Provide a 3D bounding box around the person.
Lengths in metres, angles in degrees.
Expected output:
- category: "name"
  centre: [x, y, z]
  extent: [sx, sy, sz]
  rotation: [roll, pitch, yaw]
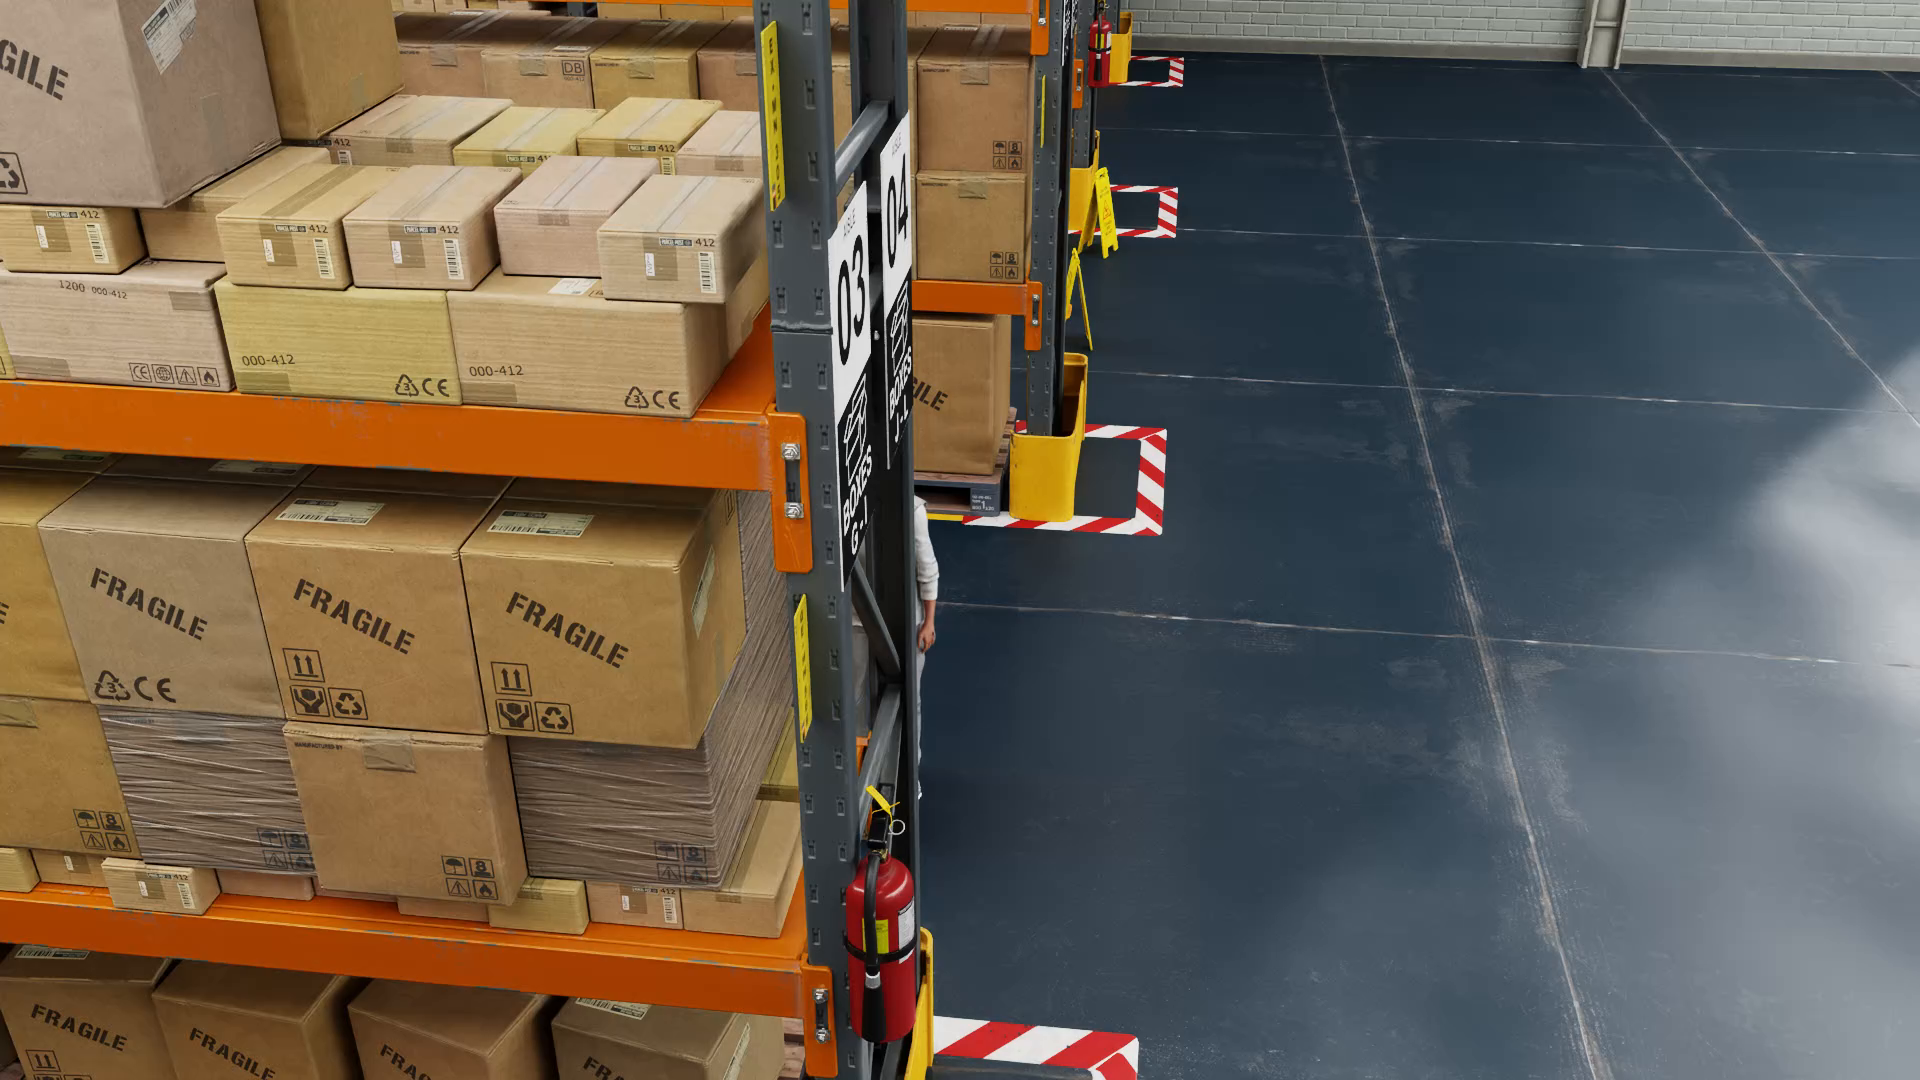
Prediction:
- category: "person"
  centre: [-0.313, 0.321, 6.551]
  extent: [0.459, 1.593, 0.347]
  rotation: [3, 29, 6]
